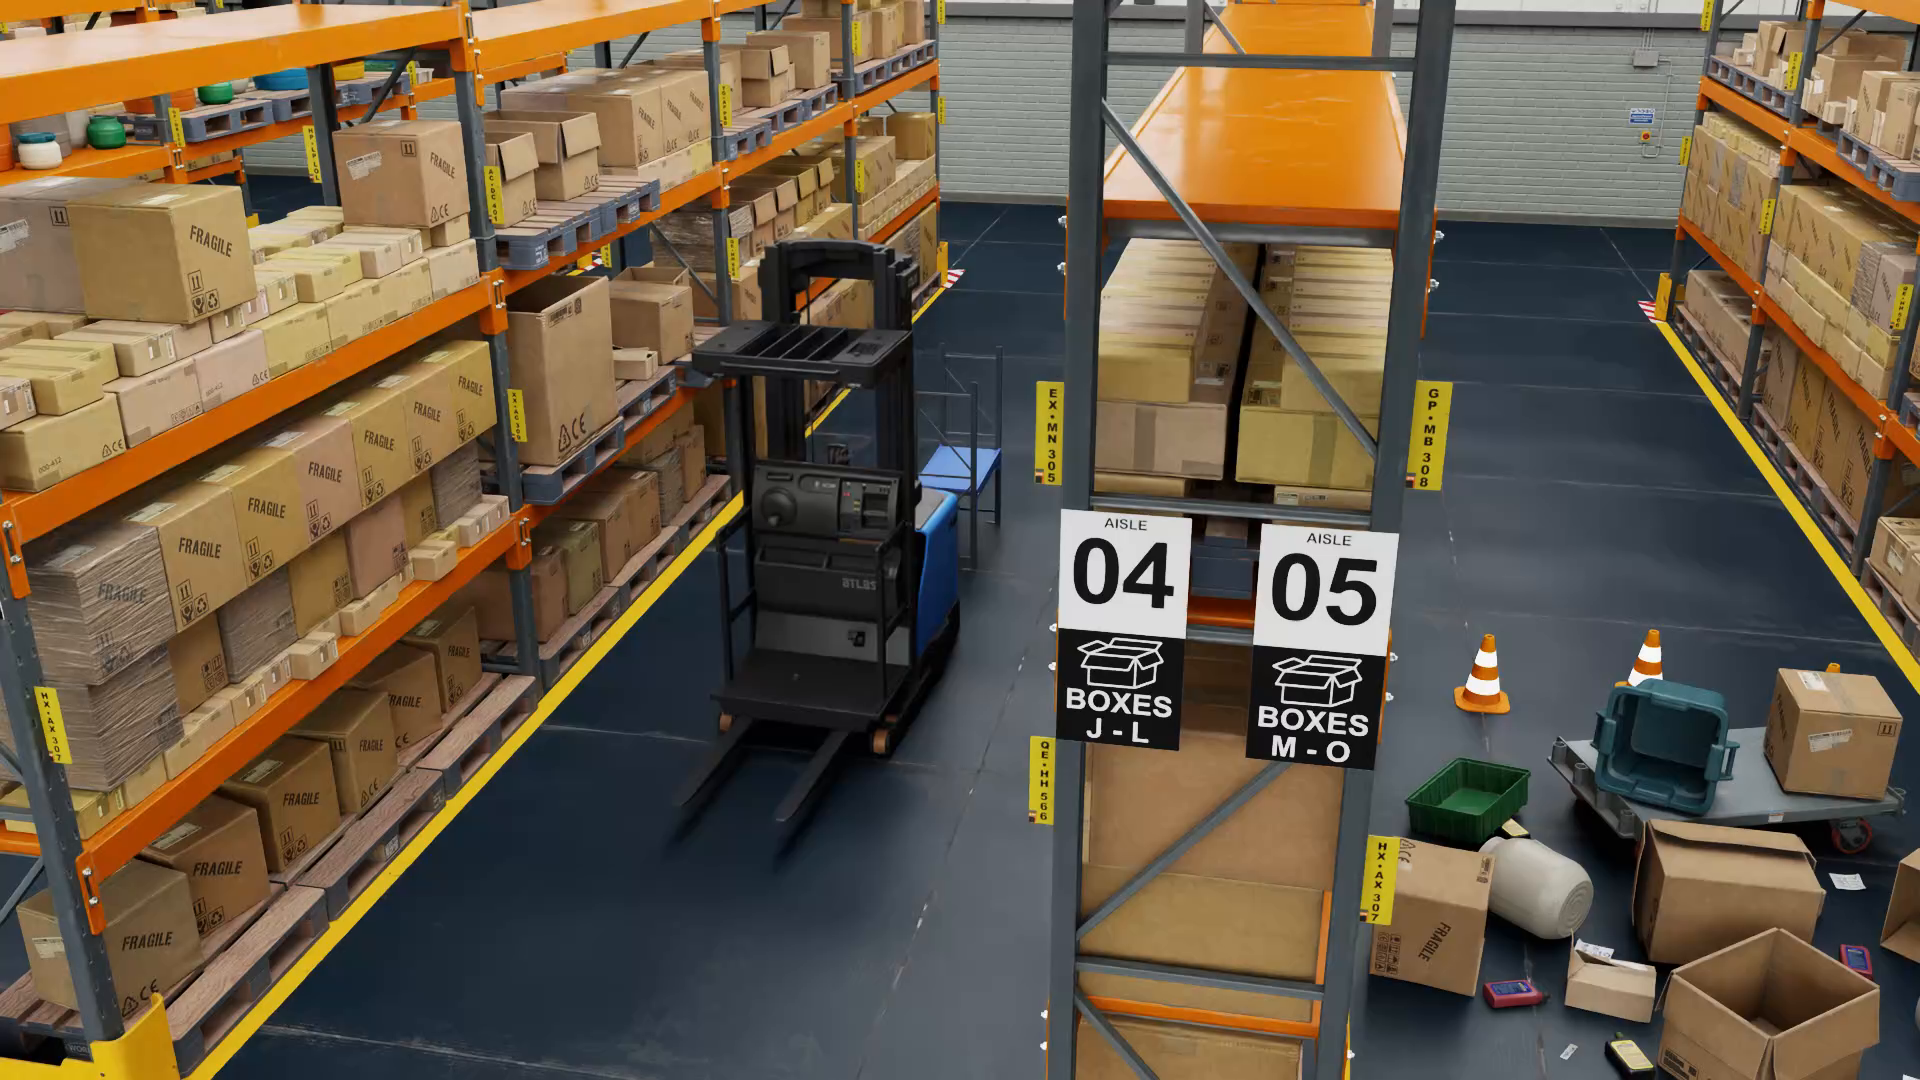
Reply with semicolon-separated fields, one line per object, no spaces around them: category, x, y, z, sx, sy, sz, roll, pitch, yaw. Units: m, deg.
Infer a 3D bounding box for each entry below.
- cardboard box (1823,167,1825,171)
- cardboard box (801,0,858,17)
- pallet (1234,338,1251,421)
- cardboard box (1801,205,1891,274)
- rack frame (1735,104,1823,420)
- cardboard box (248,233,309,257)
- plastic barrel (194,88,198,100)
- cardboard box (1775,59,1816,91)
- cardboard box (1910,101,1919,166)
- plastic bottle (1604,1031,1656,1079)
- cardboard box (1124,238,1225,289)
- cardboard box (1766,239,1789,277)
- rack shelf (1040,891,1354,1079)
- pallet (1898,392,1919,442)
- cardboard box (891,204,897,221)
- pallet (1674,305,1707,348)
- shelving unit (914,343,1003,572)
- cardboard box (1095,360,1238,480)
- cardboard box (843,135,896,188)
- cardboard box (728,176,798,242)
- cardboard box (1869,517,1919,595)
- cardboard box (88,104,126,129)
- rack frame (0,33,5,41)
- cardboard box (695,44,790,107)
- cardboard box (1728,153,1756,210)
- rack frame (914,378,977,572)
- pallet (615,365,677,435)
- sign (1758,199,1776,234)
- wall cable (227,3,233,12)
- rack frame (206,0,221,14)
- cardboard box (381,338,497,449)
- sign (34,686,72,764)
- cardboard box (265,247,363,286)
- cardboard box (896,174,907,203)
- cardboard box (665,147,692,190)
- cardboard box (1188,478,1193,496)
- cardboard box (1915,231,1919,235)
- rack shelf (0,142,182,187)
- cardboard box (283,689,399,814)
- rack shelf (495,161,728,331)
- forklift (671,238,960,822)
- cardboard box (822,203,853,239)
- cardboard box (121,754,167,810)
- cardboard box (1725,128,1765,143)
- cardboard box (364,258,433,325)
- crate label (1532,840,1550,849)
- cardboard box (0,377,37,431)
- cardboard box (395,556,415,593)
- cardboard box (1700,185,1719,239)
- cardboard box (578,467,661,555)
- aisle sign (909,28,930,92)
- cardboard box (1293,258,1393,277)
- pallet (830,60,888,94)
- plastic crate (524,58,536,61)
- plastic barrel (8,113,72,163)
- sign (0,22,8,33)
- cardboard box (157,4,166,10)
cardboard box;8.489;-3.657;16.078;0.380;0.149;0.250;4;22;10
cardboard box;-1.380;-5.684;17.603;0.500;0.250;0.500;3;22;7
pallet;1.196;-0.580;6.882;1.003;0.211;1.213;4;22;11
cardboard box;7.570;-2.558;14.218;0.500;0.500;0.500;4;22;10
rack frame;8.123;-2.558;15.691;1.000;3.000;0.127;4;22;11
cardboard box;-3.651;-1.506;8.730;0.380;0.149;0.250;5;23;13
plastic barrel;-7.168;-4.154;15.260;0.301;0.262;0.301;0;22;0
cardboard box;7.940;-4.387;15.699;0.396;0.266;0.258;5;23;13
cardboard box;7.236;-2.879;11.771;0.797;0.503;0.637;3;22;8
plastic bottle;3.004;2.324;7.501;0.133;0.061;0.283;-3;22;-8
cardboard box;0.856;-1.103;6.635;0.380;0.149;0.250;5;22;11
cardboard box;7.757;-2.581;15.279;0.500;0.250;0.500;4;22;9
rack shelf;1.216;1.092;7.590;1.077;0.370;4.000;4;22;11
pallet;7.266;-0.738;11.427;1.213;0.211;1.003;4;22;11
cardboard box;-0.929;-3.754;18.996;0.380;0.149;0.250;5;22;12
pallet;8.853;-2.429;19.103;1.003;0.211;1.213;4;22;11
shelving unit;-0.017;-0.664;12.996;0.538;1.500;1.048;4;22;11
cardboard box;0.634;-0.411;5.451;0.500;0.250;0.500;5;22;12
cardboard box;-1.021;-4.256;18.705;0.500;0.500;0.500;4;22;9
cardboard box;-1.964;-3.113;15.591;0.797;0.503;0.637;5;23;13
cardboard box;7.182;0.134;11.960;0.950;0.372;0.625;3;22;7
cardboard box;-10.694;-5.108;20.549;0.500;0.500;0.500;4;22;9
rack frame;-11.276;-6.853;18.324;1.000;3.000;0.127;4;22;11
cardboard box;-1.999;-4.234;15.135;0.797;0.503;0.637;4;22;10
cardboard box;8.155;-3.634;16.889;0.500;0.500;0.500;5;22;12
rack frame;-0.121;-0.479;12.534;0.500;1.500;0.032;4;22;11
pallet;-2.759;-1.035;12.165;1.003;0.211;1.213;4;22;11
sign;7.579;-3.038;15.618;0.100;0.325;0.005;4;22;11
wall cable;-13.806;-9.293;28.539;3.097;2.526;0.112;4;22;11
rack frame;-10.460;-8.316;21.957;1.000;3.000;0.127;4;22;11
cardboard box;-3.033;-0.851;9.580;0.500;0.500;0.500;4;22;11
sign;-3.496;0.715;6.405;0.100;0.325;0.005;4;22;11
cardboard box;-3.261;-1.373;8.400;0.380;0.149;0.250;5;23;13
cardboard box;-0.911;-4.085;19.285;0.500;0.250;0.500;4;22;11
cardboard box;-2.340;-2.798;12.471;0.500;0.250;0.500;4;22;11
cardboard box;0.596;-0.266;5.623;0.380;0.149;0.250;5;22;11
cardboard box;7.859;-2.138;13.174;0.500;0.500;0.500;5;22;12
rack shelf;-7.652;-2.555;12.630;1.077;0.370;4.000;4;22;11
cardboard box;-3.491;1.163;9.235;0.500;0.500;0.500;2;22;6
rack shelf;-2.803;-2.177;11.692;1.077;0.370;4.000;4;22;11
forklift;-0.875;-0.213;9.958;1.130;2.935;3.031;6;23;14
cardboard box;-1.407;-3.168;17.072;0.500;0.500;0.500;5;22;11
cardboard box;-3.666;1.015;7.154;0.380;0.149;0.250;4;22;11
cardboard box;8.317;-4.250;17.551;0.380;0.149;0.250;5;22;11
cardboard box;-3.165;-1.333;8.834;0.500;0.250;0.500;5;22;12
crate label;3.056;1.722;8.896;0.298;0.136;0.250;-11;25;-26
cardboard box;-3.745;-0.515;6.269;0.380;0.149;0.250;4;22;11
cardboard box;-3.259;0.188;9.207;0.380;0.149;0.250;4;22;11
cardboard box;8.363;-3.542;18.000;0.500;0.500;0.500;4;22;11
cardboard box;-2.722;-0.237;12.685;0.700;0.500;0.500;6;23;15
aisle sign;-0.454;-5.986;20.722;0.394;0.787;0.004;4;22;11
cardboard box;1.448;-0.959;6.276;0.380;0.149;0.250;4;22;10
pallet;-1.401;-4.962;17.764;1.003;0.211;1.213;4;22;11
plastic crate;-5.533;-6.065;20.666;0.450;0.188;0.336;4;22;11
plastic barrel;-7.624;-3.569;13.513;0.600;0.901;0.600;0;22;0
sign;-10.732;-5.843;18.613;0.100;0.325;0.005;4;22;11
cardboard box;-10.733;-7.069;21.404;0.700;0.500;0.500;4;22;11
